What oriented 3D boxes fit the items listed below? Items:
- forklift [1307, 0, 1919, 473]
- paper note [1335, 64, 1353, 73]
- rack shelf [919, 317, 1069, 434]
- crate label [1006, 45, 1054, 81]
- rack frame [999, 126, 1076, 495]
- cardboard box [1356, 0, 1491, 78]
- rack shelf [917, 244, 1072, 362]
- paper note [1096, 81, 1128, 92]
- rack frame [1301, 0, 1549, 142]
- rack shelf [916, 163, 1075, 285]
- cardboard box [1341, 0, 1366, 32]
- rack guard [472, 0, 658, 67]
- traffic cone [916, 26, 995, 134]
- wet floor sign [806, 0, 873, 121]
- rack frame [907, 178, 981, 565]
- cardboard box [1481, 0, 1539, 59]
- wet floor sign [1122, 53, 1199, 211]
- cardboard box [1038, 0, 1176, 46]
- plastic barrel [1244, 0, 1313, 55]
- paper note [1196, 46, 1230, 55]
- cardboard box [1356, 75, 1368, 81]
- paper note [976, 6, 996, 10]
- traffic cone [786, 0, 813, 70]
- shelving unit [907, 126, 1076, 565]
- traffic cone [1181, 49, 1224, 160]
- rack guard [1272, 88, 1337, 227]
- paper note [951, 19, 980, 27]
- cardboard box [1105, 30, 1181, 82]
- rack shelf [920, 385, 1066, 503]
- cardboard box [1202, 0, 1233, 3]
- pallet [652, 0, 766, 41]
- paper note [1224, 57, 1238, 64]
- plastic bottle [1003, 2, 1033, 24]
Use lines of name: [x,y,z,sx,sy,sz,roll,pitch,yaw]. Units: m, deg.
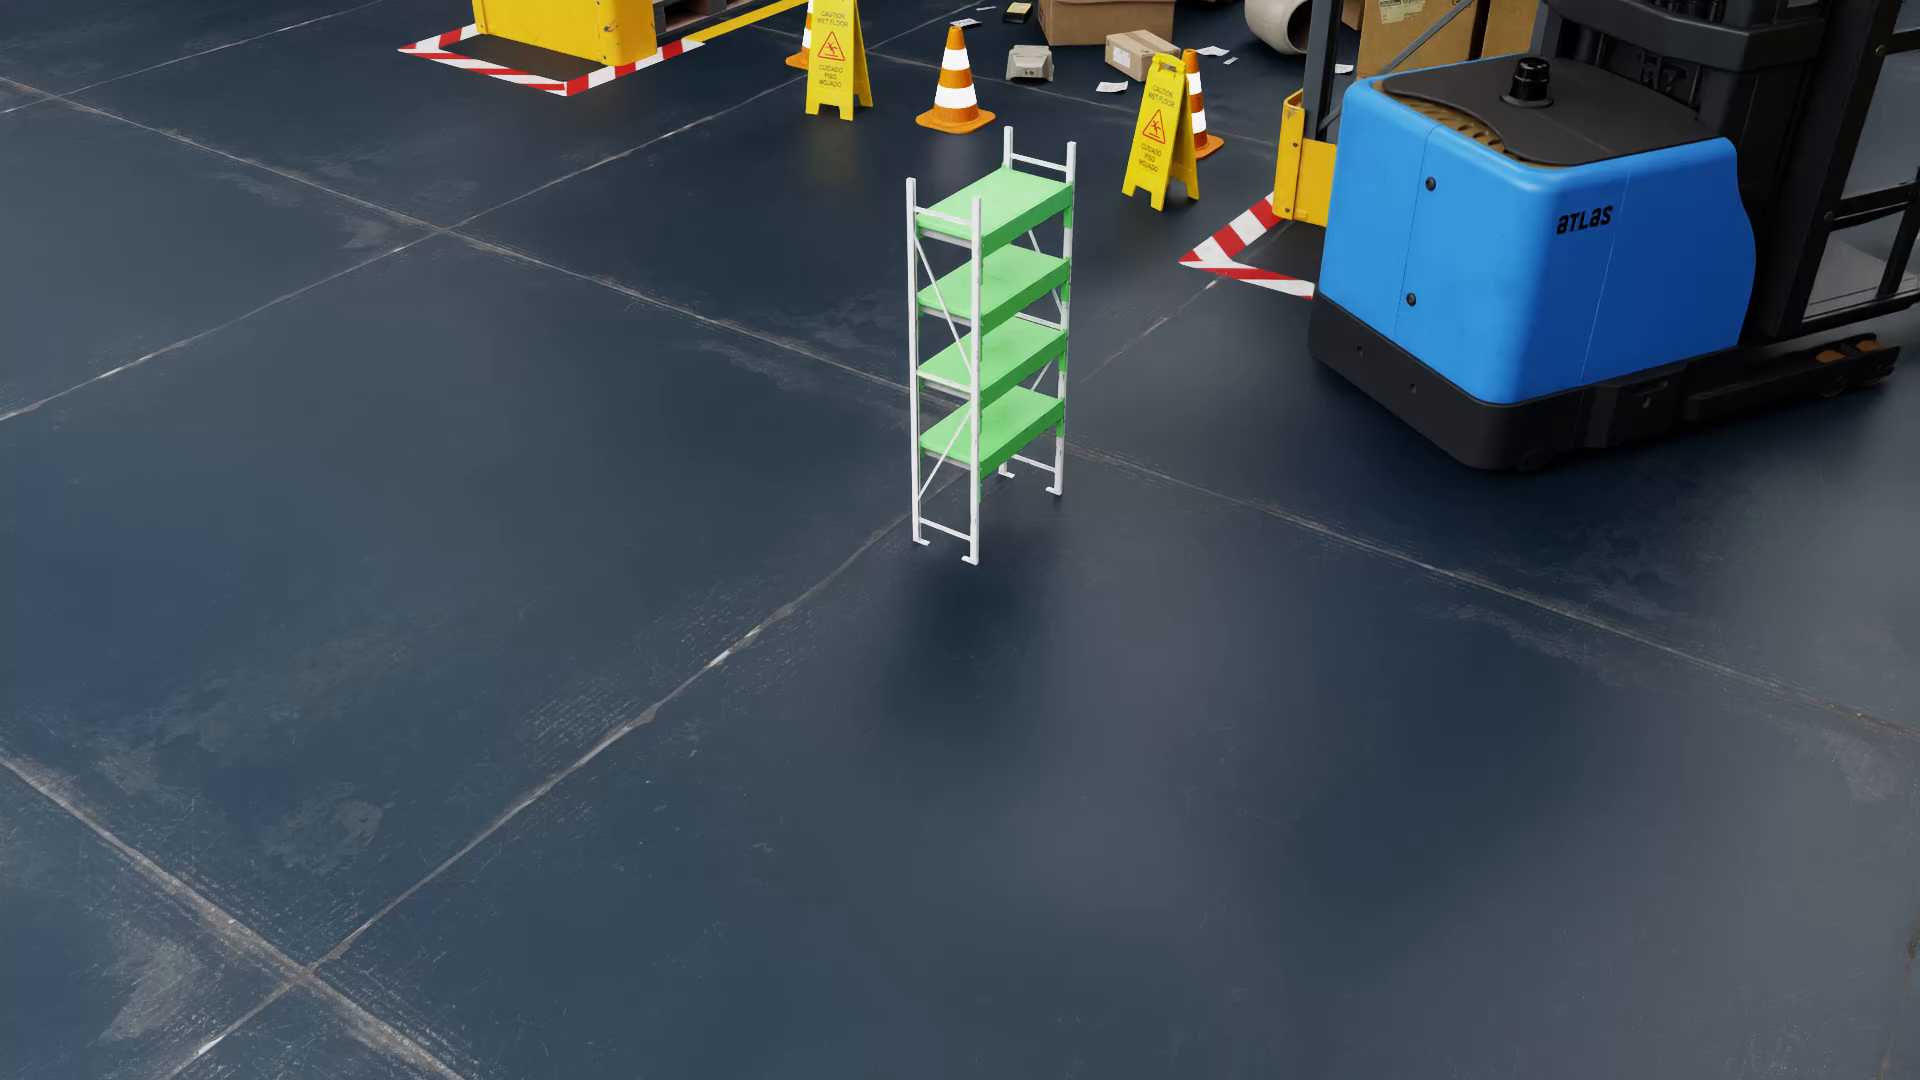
forklift: [2.849,-1.985,5.569,3.031,2.935,1.130,-14,37,-20]
paper note: [2.056,-2.564,9.014,0.142,0.019,0.148,8,35,12]
rack shelf: [0.094,-0.520,5.062,0.258,0.148,0.480,21,39,28]
crate label: [0.376,-2.556,8.907,0.250,0.136,0.298,3,34,4]
rack frame: [0.234,-0.685,5.193,0.240,1.200,0.015,21,39,28]
cardboard box: [2.142,-2.349,7.457,0.500,0.500,0.500,22,40,28]
rack shelf: [0.094,-0.719,4.928,0.258,0.148,0.480,21,39,28]
paper note: [0.803,-2.393,8.761,0.148,0.019,0.142,8,35,12]
rack frame: [1.899,-2.552,6.346,1.000,3.000,0.127,21,39,28]
rack shelf: [0.094,-0.918,4.793,0.258,0.148,0.480,21,39,28]
cardboard box: [2.451,-3.300,9.681,0.500,0.500,0.500,-9,35,-13]
rack guard: [-2.239,-3.040,9.299,1.175,0.500,0.348,21,39,28]
traffic cone: [-0.021,-2.309,8.251,0.336,0.463,0.334,21,39,28]
wet floor sign: [-0.615,-2.465,8.320,0.267,0.644,0.232,14,37,20]
rack frame: [-0.045,-0.461,4.860,0.240,1.200,0.015,21,39,28]
cardboard box: [2.599,-2.192,7.223,0.500,0.500,0.500,20,39,27]
wet floor sign: [0.912,-1.831,7.382,0.232,0.644,0.267,-22,40,-29]
cardboard box: [0.821,-3.135,9.436,0.797,0.503,0.637,-3,34,-4]
plastic barrel: [1.833,-2.919,9.188,0.421,0.421,0.512,-9,35,-13]
paper note: [1.410,-2.731,9.272,0.142,0.019,0.148,-22,40,-29]
cardboard box: [2.153,-2.056,7.692,0.500,0.250,0.500,21,39,28]
paper note: [0.155,-3.178,9.940,0.123,0.001,0.032,-15,37,-21]
traffic cone: [-0.756,-2.826,9.017,0.336,0.463,0.334,21,39,28]
shelving unit: [0.094,-0.573,5.027,0.258,1.200,0.503,21,39,28]
traffic cone: [1.084,-2.111,7.958,0.336,0.463,0.334,21,39,28]
rack guard: [1.942,-1.551,7.098,1.175,0.500,0.348,21,39,28]
paper note: [0.040,-3.016,9.684,0.142,0.017,0.144,-22,40,-29]
cardboard box: [0.986,-2.619,8.990,0.250,0.149,0.380,-15,37,-21]
rack shelf: [0.094,-0.321,5.197,0.258,0.148,0.480,21,39,28]
cardboard box: [1.347,-3.624,10.039,0.797,0.637,0.503,21,39,28]
pallet: [-1.834,-3.324,9.977,1.003,0.211,1.213,21,39,28]
paper note: [1.488,-2.632,9.134,0.032,0.001,0.123,21,39,28]
plastic bottle: [0.350,-3.119,9.807,0.133,0.061,0.283,8,35,12]
